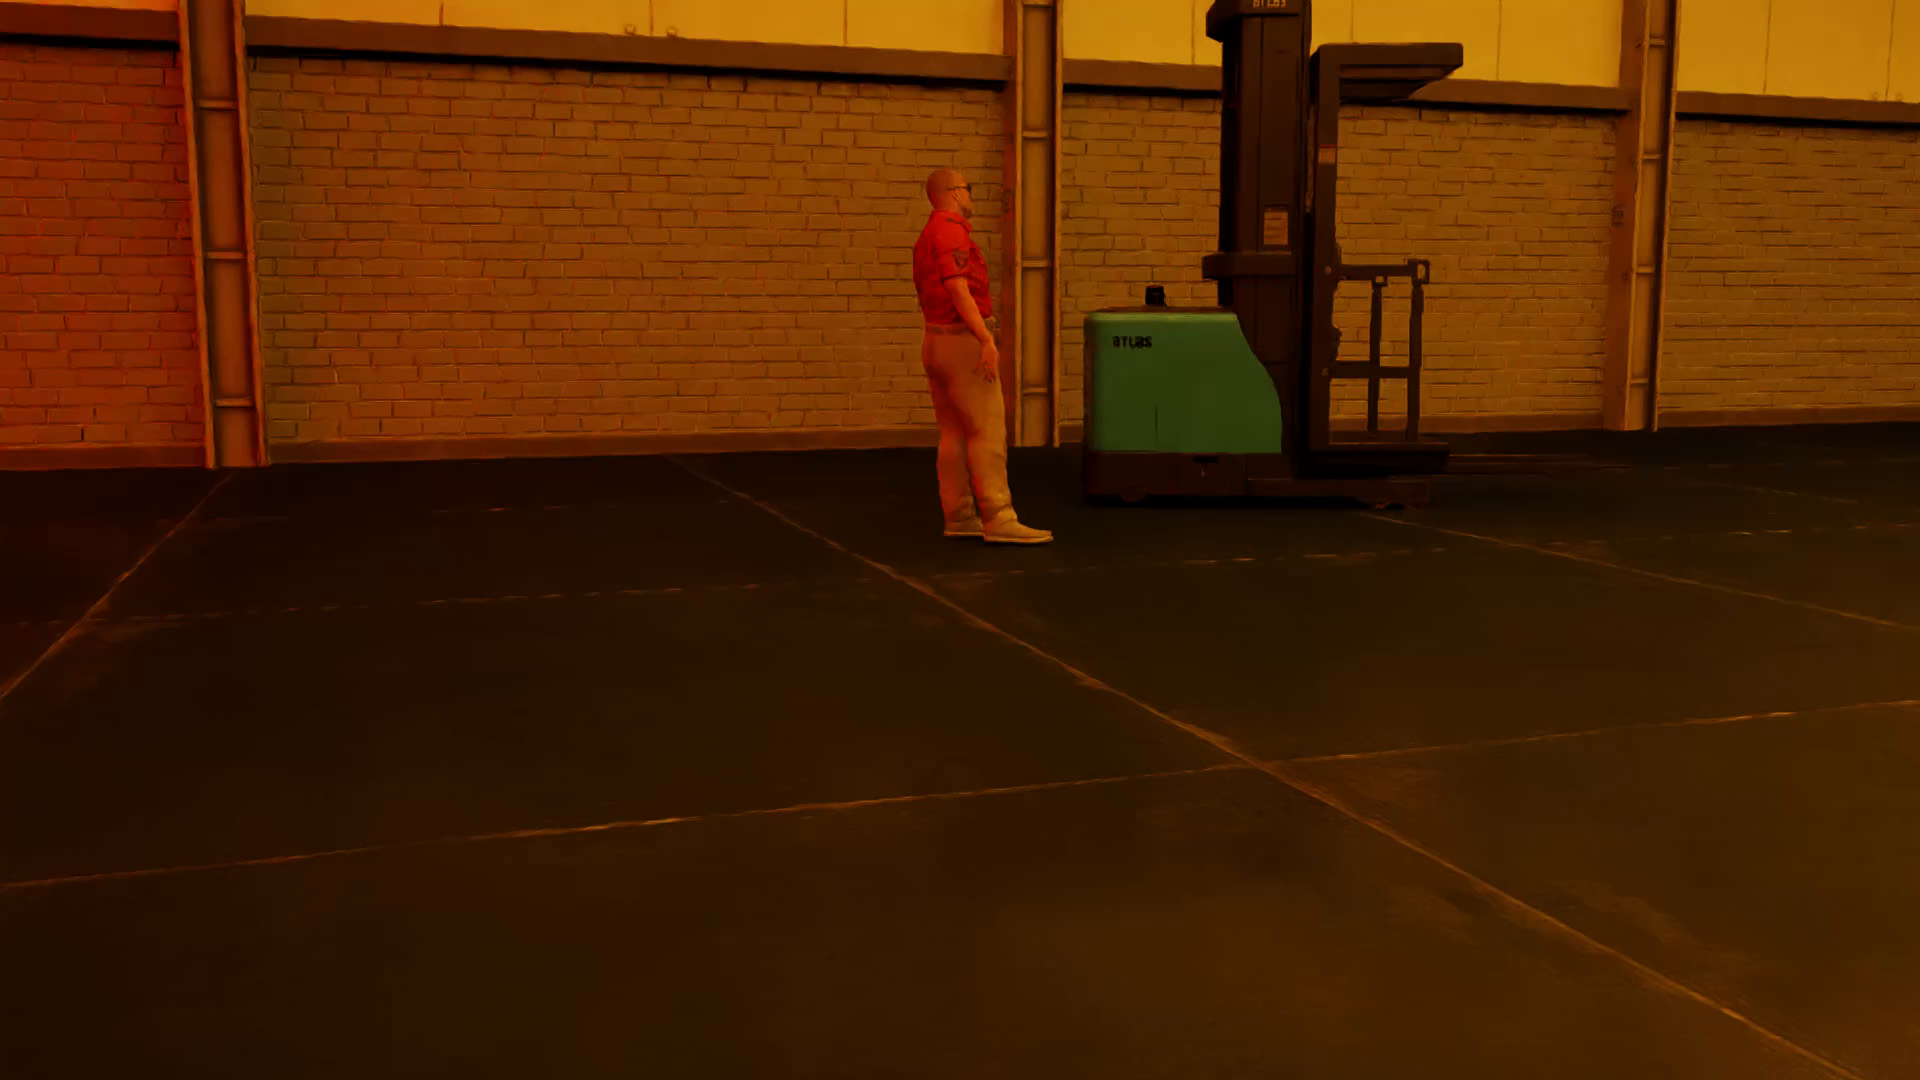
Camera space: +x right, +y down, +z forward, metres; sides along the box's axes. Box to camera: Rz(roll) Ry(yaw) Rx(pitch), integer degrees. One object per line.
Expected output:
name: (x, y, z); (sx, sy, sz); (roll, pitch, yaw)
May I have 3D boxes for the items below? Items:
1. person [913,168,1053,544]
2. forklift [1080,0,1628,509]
person: (0.089, -0.866, 7.824); (0.550, 1.727, 0.640); (-3, 8, -18)
forklift: (2.241, -1.697, 9.525); (3.031, 2.935, 1.130); (0, 8, 1)
